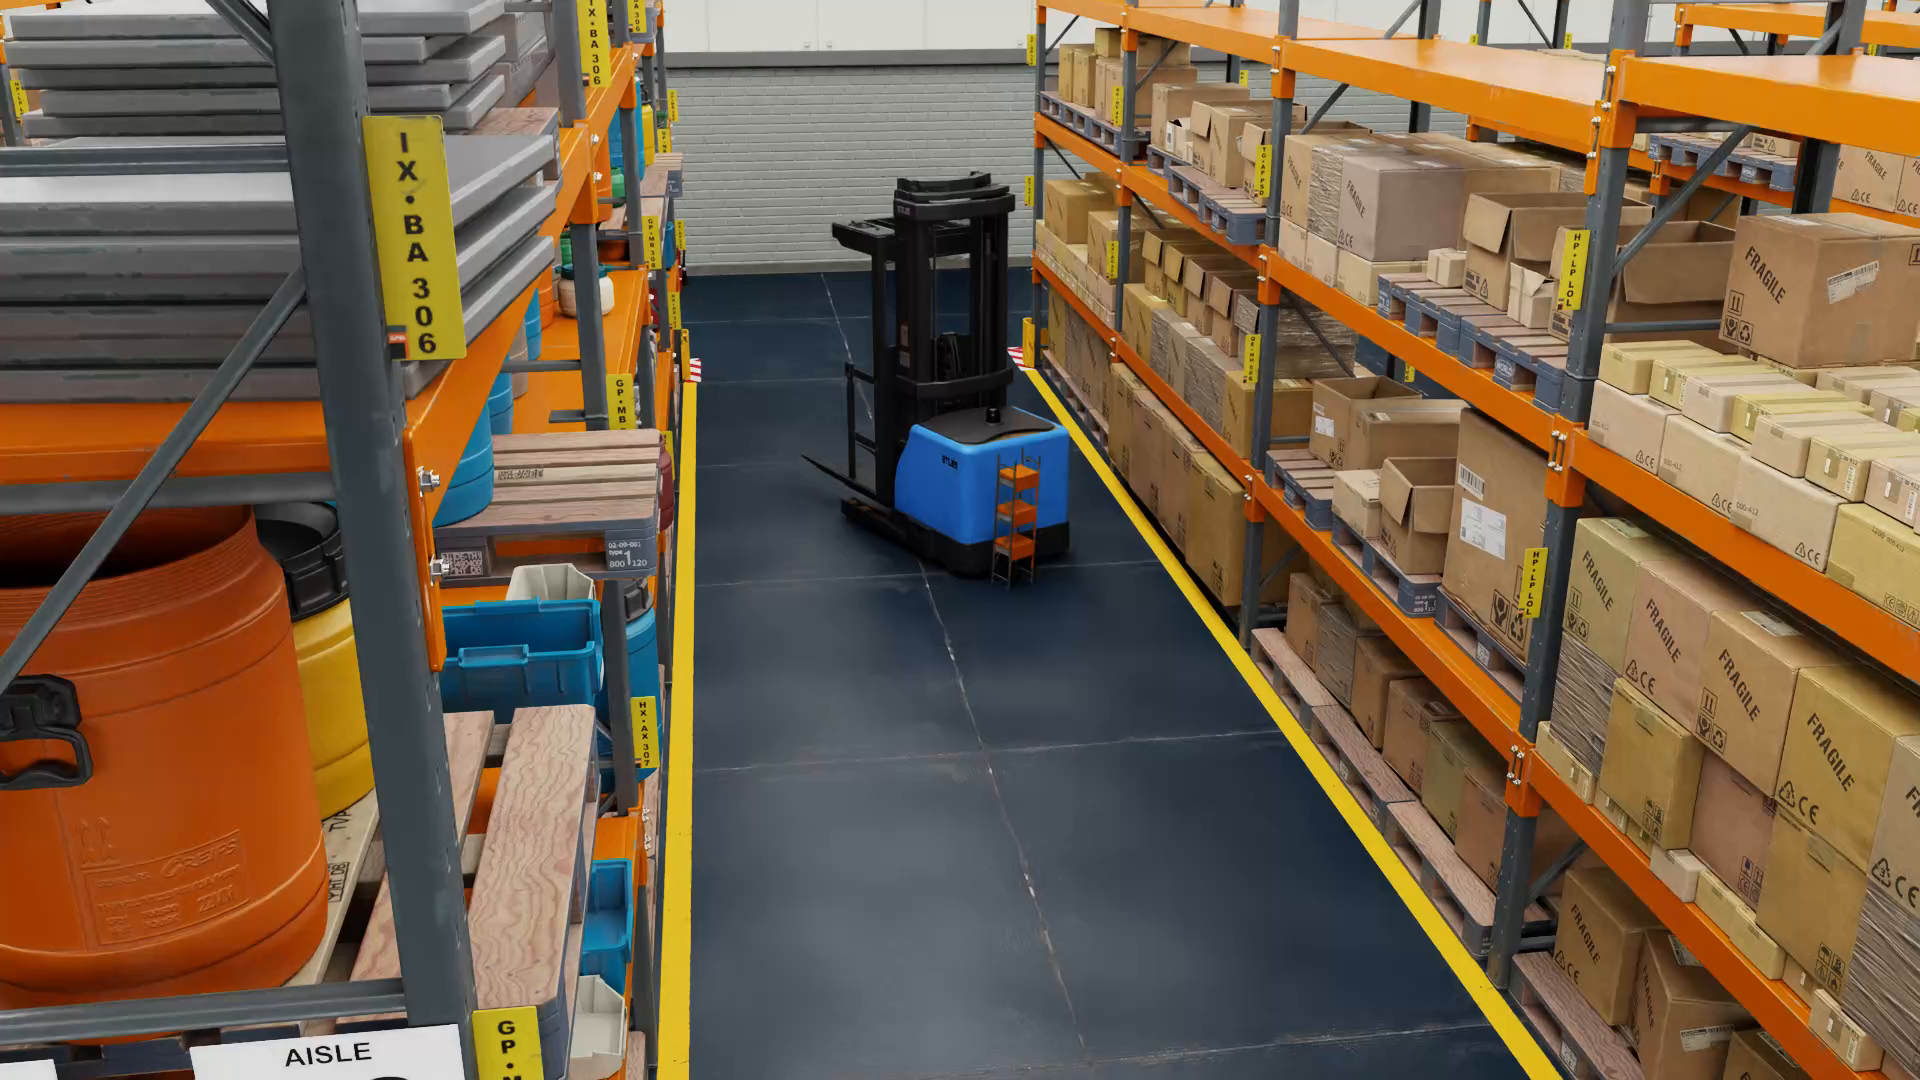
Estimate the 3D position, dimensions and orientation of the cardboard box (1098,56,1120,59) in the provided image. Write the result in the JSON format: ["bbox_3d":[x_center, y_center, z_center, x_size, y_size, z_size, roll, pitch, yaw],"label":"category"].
[{"bbox_3d":[1.717,-4.405,16.050,0.700,0.500,0.500,-2,21,-5],"label":"cardboard box"}]

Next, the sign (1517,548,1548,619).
[{"bbox_3d":[2.502,0.190,7.266,0.100,0.325,0.005,-3,21,-8],"label":"sign"}]

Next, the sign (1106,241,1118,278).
[{"bbox_3d":[1.349,-2.481,14.721,0.100,0.325,0.005,-3,21,-8],"label":"sign"}]

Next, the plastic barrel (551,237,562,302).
[{"bbox_3d":[-2.523,-1.777,9.183,0.600,0.901,0.600,0,20,0],"label":"plastic barrel"}]

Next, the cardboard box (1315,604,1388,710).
[{"bbox_3d":[2.683,0.705,10.484,0.700,0.500,0.500,-5,21,-12],"label":"cardboard box"}]

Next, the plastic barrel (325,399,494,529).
[{"bbox_3d":[-1.813,-0.534,5.255,0.600,0.901,0.708,-3,21,-8],"label":"plastic barrel"}]

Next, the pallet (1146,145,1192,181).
[{"bbox_3d":[2.078,-3.067,13.628,0.805,0.209,1.217,-4,21,-10],"label":"pallet"}]

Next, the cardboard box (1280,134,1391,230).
[{"bbox_3d":[2.287,-2.192,10.154,0.500,0.500,0.500,-3,21,-7],"label":"cardboard box"}]

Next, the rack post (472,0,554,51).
[{"bbox_3d":[-2.231,-2.628,7.606,0.935,0.934,2.738,-3,21,-8],"label":"rack post"}]

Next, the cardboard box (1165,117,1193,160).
[{"bbox_3d":[1.967,-3.243,13.351,0.500,0.311,0.500,-4,21,-10],"label":"cardboard box"}]

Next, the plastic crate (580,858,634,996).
[{"bbox_3d":[-1.422,1.392,5.915,0.499,0.251,0.616,-3,21,-8],"label":"plastic crate"}]

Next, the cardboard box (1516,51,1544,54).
[{"bbox_3d":[6.084,-5.210,18.021,0.380,0.149,0.250,-2,21,-6],"label":"cardboard box"}]

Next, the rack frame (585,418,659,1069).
[{"bbox_3d":[-1.851,0.953,6.878,1.000,3.000,0.127,-3,21,-8],"label":"rack frame"}]

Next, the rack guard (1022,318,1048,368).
[{"bbox_3d":[1.317,-2.289,19.130,1.175,0.500,0.348,-3,21,-8],"label":"rack guard"}]

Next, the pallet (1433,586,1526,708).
[{"bbox_3d":[3.085,0.521,8.308,1.003,0.211,1.213,-3,21,-8],"label":"pallet"}]

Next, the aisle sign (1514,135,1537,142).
[{"bbox_3d":[6.530,-4.925,18.900,0.394,0.787,0.004,-3,21,-8],"label":"aisle sign"}]

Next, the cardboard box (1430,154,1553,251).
[{"bbox_3d":[2.931,-1.866,9.281,0.500,0.500,0.500,-3,21,-7],"label":"cardboard box"}]

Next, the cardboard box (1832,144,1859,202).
[{"bbox_3d":[6.910,-2.880,12.709,0.500,0.500,0.500,-3,21,-8],"label":"cardboard box"}]

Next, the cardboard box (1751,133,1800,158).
[{"bbox_3d":[6.913,-3.391,13.473,0.797,0.503,0.637,-3,21,-8],"label":"cardboard box"}]

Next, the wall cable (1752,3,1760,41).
[{"bbox_3d":[10.773,-8.754,24.293,2.355,3.000,0.029,-3,21,-8],"label":"wall cable"}]

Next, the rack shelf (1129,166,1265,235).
[{"bbox_3d":[2.186,-2.534,12.676,0.919,0.124,3.809,-3,21,-8],"label":"rack shelf"}]

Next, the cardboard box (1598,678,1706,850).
[{"bbox_3d":[3.236,0.963,5.569,0.875,1.000,2.500,-3,21,-8],"label":"cardboard box"}]

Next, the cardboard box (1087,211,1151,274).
[{"bbox_3d":[1.499,-2.807,15.661,0.500,0.500,0.500,-3,21,-7],"label":"cardboard box"}]

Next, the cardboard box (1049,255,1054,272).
[{"bbox_3d":[1.160,-2.927,17.624,0.380,0.149,0.250,-3,21,-9],"label":"cardboard box"}]

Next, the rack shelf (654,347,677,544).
[{"bbox_3d":[-2.715,-0.788,12.566,1.077,0.370,4.000,-3,21,-8],"label":"rack shelf"}]

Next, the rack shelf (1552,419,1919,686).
[{"bbox_3d":[3.339,0.327,5.294,1.077,0.370,4.000,-3,21,-8],"label":"rack shelf"}]

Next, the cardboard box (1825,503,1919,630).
[{"bbox_3d":[3.088,0.074,5.157,0.500,0.250,0.500,-3,21,-9],"label":"cardboard box"}]

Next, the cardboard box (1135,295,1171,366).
[{"bbox_3d":[1.790,-1.768,14.019,0.500,0.500,0.500,-3,21,-8],"label":"cardboard box"}]

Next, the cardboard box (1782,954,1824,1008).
[{"bbox_3d":[3.094,1.513,5.736,0.380,0.149,0.250,-3,21,-8],"label":"cardboard box"}]

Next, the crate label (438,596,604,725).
[{"bbox_3d":[-1.217,0.338,4.451,0.502,0.251,0.408,-3,21,-8],"label":"crate label"}]

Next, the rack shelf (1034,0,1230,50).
[{"bbox_3d":[1.609,-5.045,15.963,1.077,0.370,4.000,-3,21,-8],"label":"rack shelf"}]

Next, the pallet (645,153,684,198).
[{"bbox_3d":[-2.794,-2.867,13.089,1.213,0.211,1.003,-3,21,-8],"label":"pallet"}]

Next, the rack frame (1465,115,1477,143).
[{"bbox_3d":[6.244,-3.667,19.247,1.000,3.000,0.127,-3,21,-8],"label":"rack frame"}]

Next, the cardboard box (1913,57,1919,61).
[{"bbox_3d":[11.281,-5.379,19.014,0.500,0.250,0.500,-5,21,-13],"label":"cardboard box"}]

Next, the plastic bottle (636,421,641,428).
[{"bbox_3d":[-2.236,-0.700,11.481,0.152,0.276,0.135,-3,21,-8],"label":"plastic bottle"}]

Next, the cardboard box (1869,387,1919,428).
[{"bbox_3d":[3.519,-0.447,5.983,0.380,0.149,0.250,-4,21,-9],"label":"cardboard box"}]

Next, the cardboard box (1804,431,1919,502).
[{"bbox_3d":[3.018,-0.241,5.432,0.380,0.149,0.250,-3,21,-9],"label":"cardboard box"}]

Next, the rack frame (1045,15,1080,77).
[{"bbox_3d":[1.324,-6.262,17.622,0.949,2.616,0.053,-3,21,-8],"label":"rack frame"}]

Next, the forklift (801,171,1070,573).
[{"bbox_3d":[-0.350,-1.578,13.752,1.130,2.935,3.031,-13,24,-31],"label":"forklift"}]

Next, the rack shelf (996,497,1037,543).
[{"bbox_3d":[0.422,-0.151,12.632,0.240,0.259,0.215,-17,30,-38],"label":"rack shelf"}]

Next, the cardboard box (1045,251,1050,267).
[{"bbox_3d":[-2.849,-0.911,11.724,10.414,0.500,11.691,-3,21,-9],"label":"cardboard box"}]

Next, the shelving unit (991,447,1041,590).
[{"bbox_3d":[0.422,-0.161,12.627,0.252,1.050,0.215,-17,30,-38],"label":"shelving unit"}]

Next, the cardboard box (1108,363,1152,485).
[{"bbox_3d":[2.010,-1.048,14.670,1.225,0.875,0.875,-3,21,-8],"label":"cardboard box"}]

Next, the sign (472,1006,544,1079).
[{"bbox_3d":[-0.729,0.902,2.714,0.100,0.325,0.005,-3,21,-8],"label":"sign"}]

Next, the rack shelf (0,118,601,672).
[{"bbox_3d":[-1.562,-0.641,4.170,1.077,0.370,4.000,-3,21,-8],"label":"rack shelf"}]

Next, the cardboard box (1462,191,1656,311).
[{"bbox_3d":[2.944,-1.441,8.253,0.797,0.503,0.637,-2,21,-6],"label":"cardboard box"}]

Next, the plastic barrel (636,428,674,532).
[{"bbox_3d":[-2.060,-0.350,10.173,0.600,0.536,0.708,-3,21,-8],"label":"plastic barrel"}]

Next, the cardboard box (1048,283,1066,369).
[{"bbox_3d":[1.492,-2.436,18.387,0.875,0.875,0.875,-3,21,-8],"label":"cardboard box"}]

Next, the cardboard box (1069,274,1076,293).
[{"bbox_3d":[1.308,-2.571,16.672,0.380,0.149,0.250,-3,21,-7],"label":"cardboard box"}]

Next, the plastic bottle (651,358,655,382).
[{"bbox_3d":[-2.502,-1.338,13.188,0.152,0.276,0.135,-3,21,-8],"label":"plastic bottle"}]

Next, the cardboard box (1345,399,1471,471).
[{"bbox_3d":[2.771,-0.552,10.165,0.700,0.500,0.500,0,20,0],"label":"cardboard box"}]

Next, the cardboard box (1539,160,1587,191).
[{"bbox_3d":[6.255,-3.621,17.126,0.500,0.500,0.500,-4,21,-9],"label":"cardboard box"}]

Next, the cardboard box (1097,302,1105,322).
[{"bbox_3d":[1.492,-2.127,15.484,0.380,0.149,0.250,-3,21,-7],"label":"cardboard box"}]

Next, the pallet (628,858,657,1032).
[{"bbox_3d":[-2.002,1.989,8.088,1.003,0.211,1.213,-3,21,-8],"label":"pallet"}]

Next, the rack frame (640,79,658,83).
[{"bbox_3d":[-3.577,-6.012,16.953,0.949,2.616,0.053,-3,21,-8],"label":"rack frame"}]

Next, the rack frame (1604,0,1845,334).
[{"bbox_3d":[3.054,-2.107,6.497,0.949,2.616,0.053,-3,21,-8],"label":"rack frame"}]

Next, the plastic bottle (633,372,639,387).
[{"bbox_3d":[-2.389,-1.111,12.473,0.144,0.351,0.185,-3,21,-8],"label":"plastic bottle"}]

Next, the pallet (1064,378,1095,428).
[{"bbox_3d":[1.686,-1.451,17.299,1.003,0.211,1.213,-3,21,-8],"label":"pallet"}]

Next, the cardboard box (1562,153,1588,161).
[{"bbox_3d":[6.713,-3.821,17.661,0.500,0.500,0.500,-2,21,-5],"label":"cardboard box"}]
